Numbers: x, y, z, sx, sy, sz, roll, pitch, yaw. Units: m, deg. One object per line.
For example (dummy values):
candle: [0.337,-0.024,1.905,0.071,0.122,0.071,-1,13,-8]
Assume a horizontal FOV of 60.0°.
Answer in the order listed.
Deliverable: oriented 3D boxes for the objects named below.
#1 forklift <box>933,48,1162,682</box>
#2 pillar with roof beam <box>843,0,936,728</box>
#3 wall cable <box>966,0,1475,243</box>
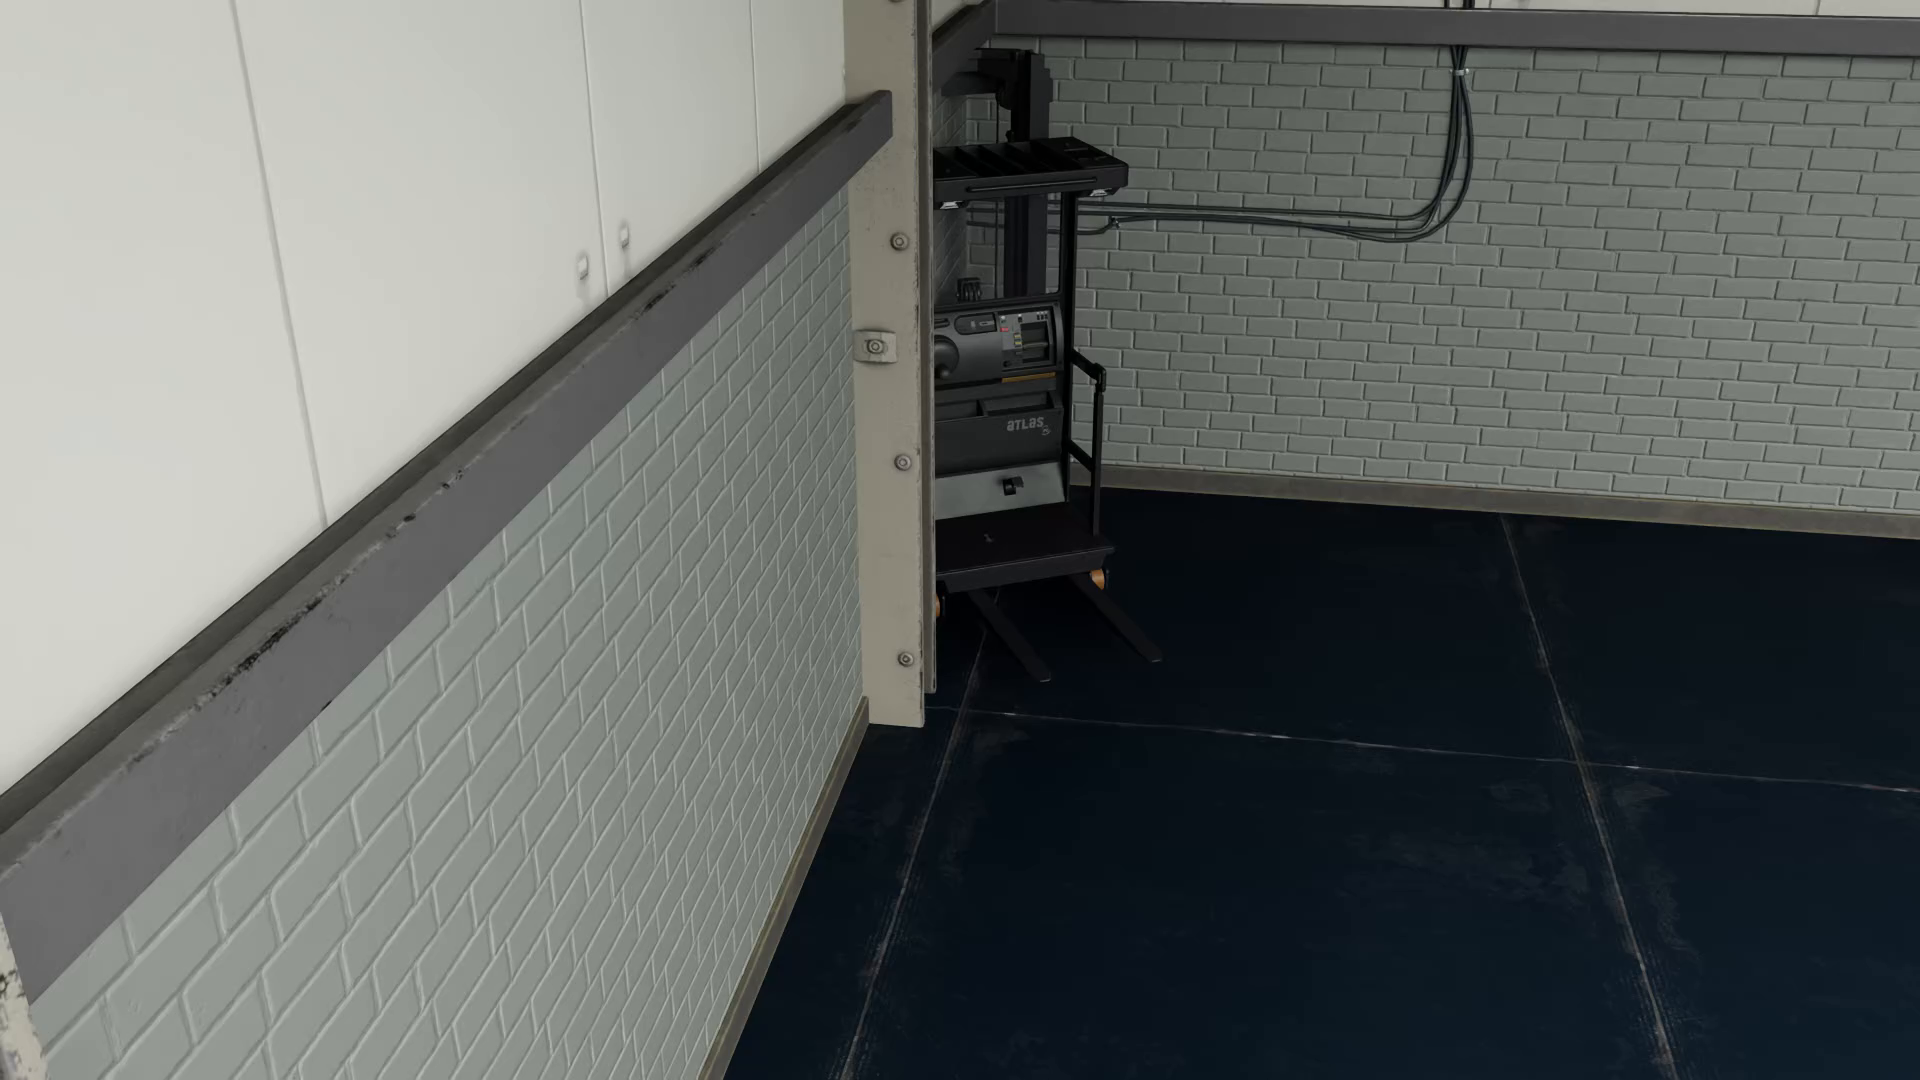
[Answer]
forklift: [0.208,-1.077,9.094,1.130,2.935,3.031,-8,26,-17]
pillar with roof beam: [3.941,-2.939,5.915,9.100,9.000,0.400,4,25,9]
wall cable: [1.480,-2.972,9.647,3.097,2.526,0.112,4,25,9]
